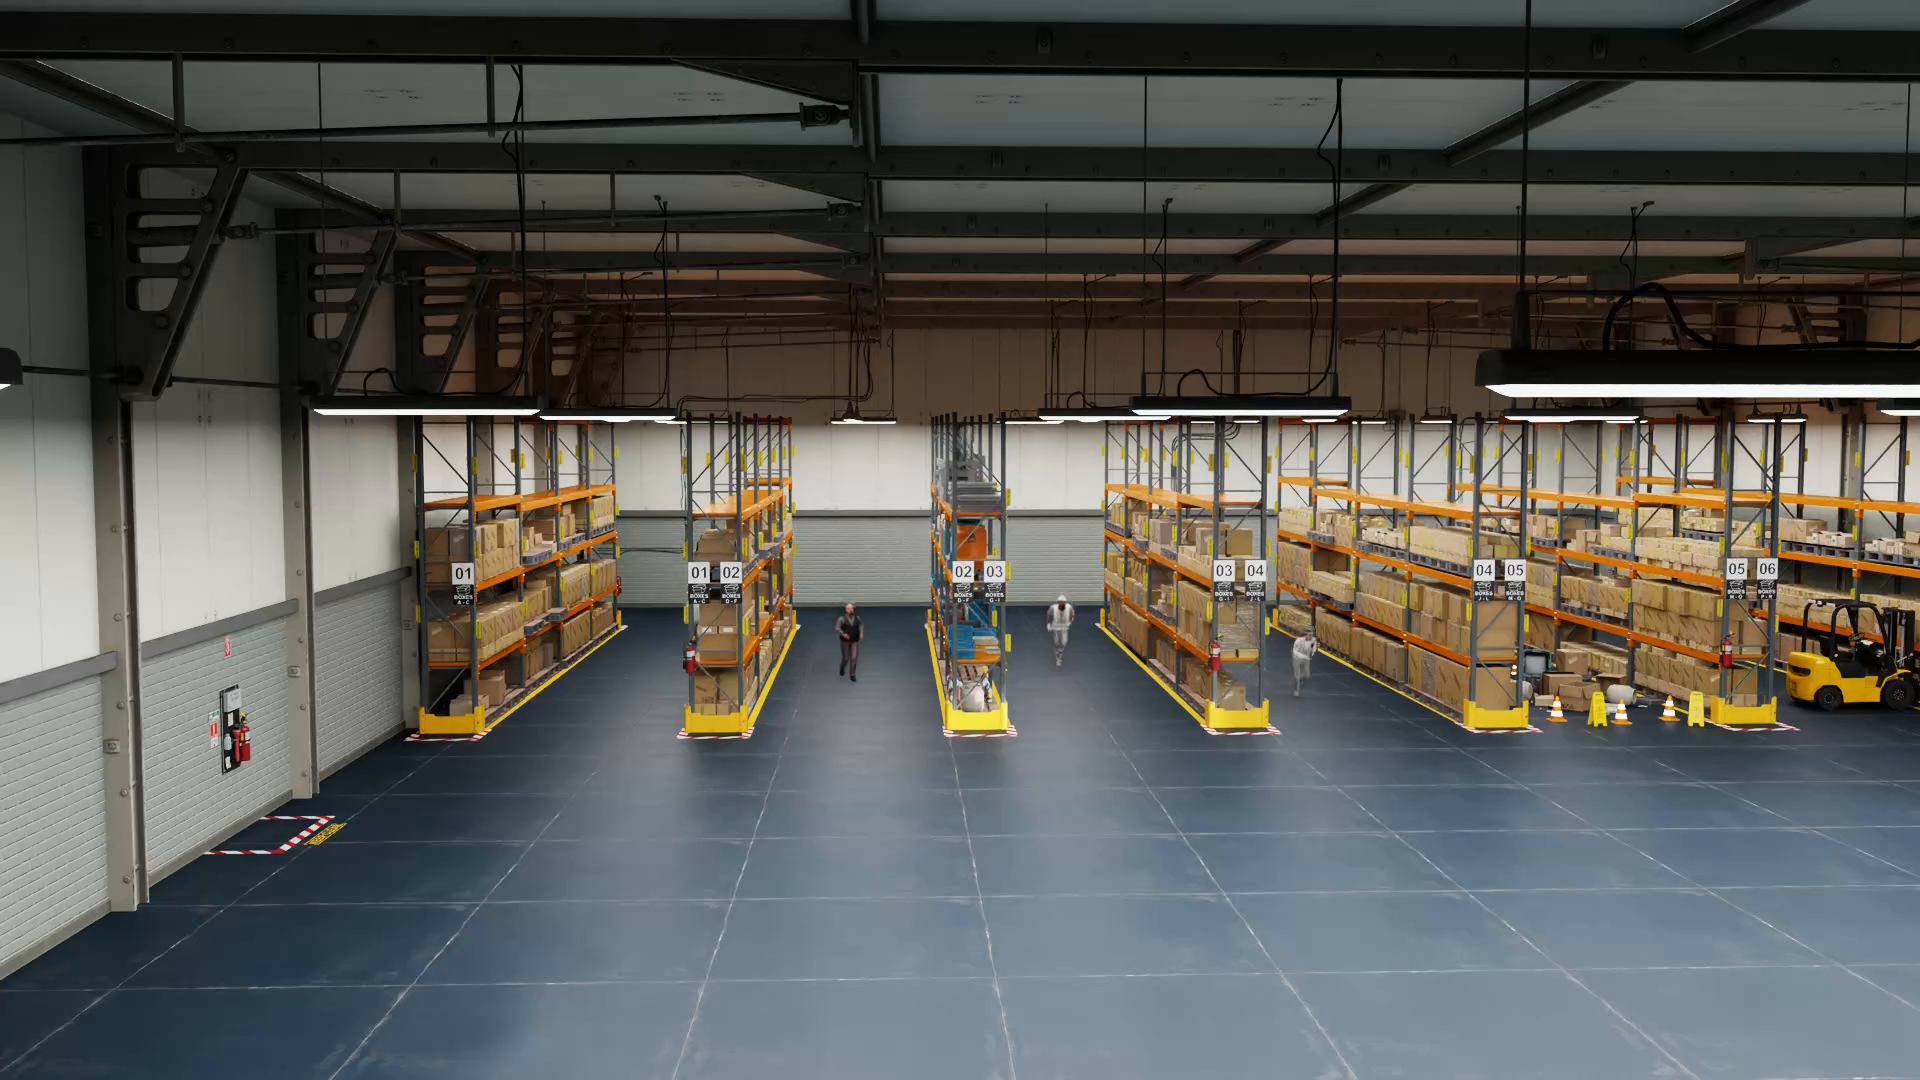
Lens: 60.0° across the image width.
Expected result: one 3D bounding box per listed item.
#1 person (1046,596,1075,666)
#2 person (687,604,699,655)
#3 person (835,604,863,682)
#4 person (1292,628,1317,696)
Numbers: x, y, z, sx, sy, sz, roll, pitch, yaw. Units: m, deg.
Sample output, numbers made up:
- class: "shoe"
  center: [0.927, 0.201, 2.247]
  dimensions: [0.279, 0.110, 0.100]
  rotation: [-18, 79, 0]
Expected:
- class: "person"
  center: [2.420, 2.165, 40.048]
  dimensions: [0.678, 1.710, 0.815]
  rotation: [0, 4, -7]
- class: "person"
  center: [-6.606, 2.042, 41.888]
  dimensions: [0.625, 1.654, 0.724]
  rotation: [0, 4, -5]
- class: "person"
  center: [-2.495, 2.312, 37.638]
  dimensions: [0.683, 1.725, 0.794]
  rotation: [-1, 4, -18]
- class: "person"
  center: [7.327, 2.587, 35.298]
  dimensions: [0.639, 1.491, 0.747]
  rotation: [-1, 4, -17]
